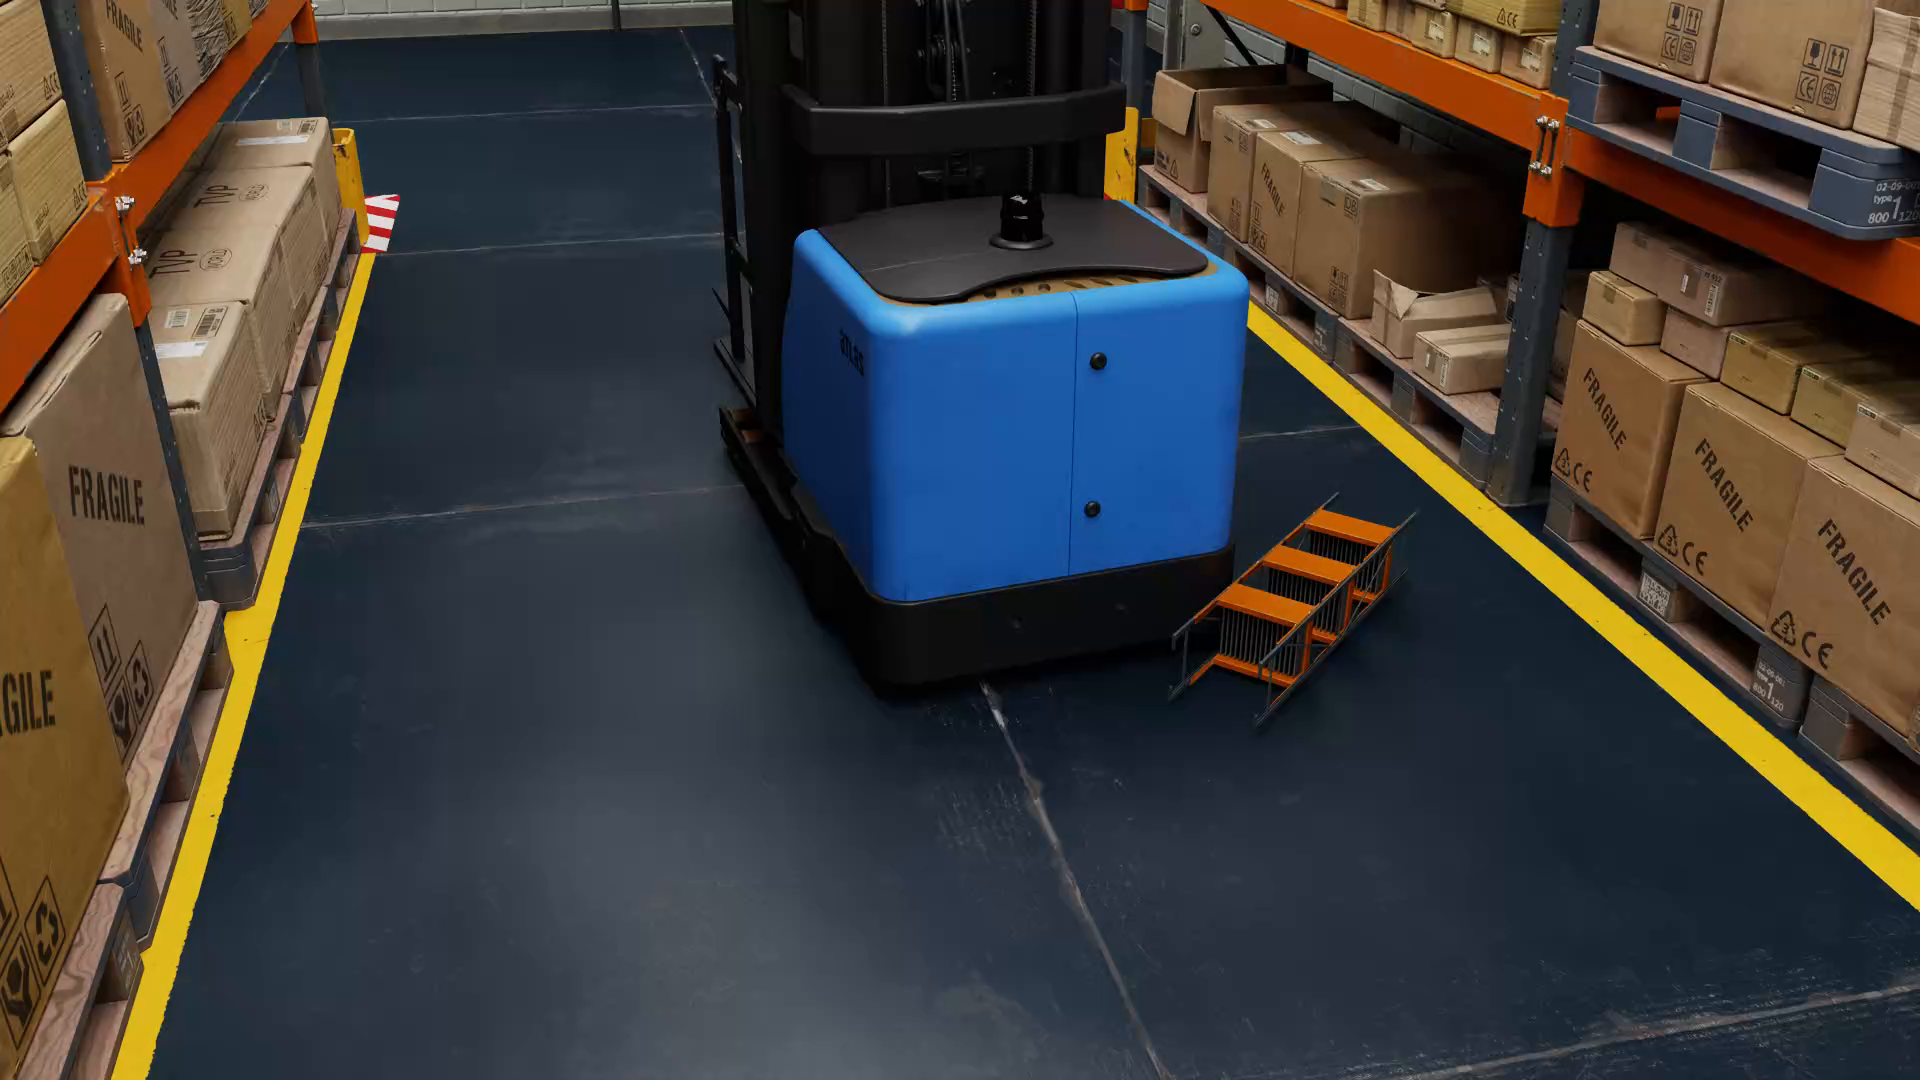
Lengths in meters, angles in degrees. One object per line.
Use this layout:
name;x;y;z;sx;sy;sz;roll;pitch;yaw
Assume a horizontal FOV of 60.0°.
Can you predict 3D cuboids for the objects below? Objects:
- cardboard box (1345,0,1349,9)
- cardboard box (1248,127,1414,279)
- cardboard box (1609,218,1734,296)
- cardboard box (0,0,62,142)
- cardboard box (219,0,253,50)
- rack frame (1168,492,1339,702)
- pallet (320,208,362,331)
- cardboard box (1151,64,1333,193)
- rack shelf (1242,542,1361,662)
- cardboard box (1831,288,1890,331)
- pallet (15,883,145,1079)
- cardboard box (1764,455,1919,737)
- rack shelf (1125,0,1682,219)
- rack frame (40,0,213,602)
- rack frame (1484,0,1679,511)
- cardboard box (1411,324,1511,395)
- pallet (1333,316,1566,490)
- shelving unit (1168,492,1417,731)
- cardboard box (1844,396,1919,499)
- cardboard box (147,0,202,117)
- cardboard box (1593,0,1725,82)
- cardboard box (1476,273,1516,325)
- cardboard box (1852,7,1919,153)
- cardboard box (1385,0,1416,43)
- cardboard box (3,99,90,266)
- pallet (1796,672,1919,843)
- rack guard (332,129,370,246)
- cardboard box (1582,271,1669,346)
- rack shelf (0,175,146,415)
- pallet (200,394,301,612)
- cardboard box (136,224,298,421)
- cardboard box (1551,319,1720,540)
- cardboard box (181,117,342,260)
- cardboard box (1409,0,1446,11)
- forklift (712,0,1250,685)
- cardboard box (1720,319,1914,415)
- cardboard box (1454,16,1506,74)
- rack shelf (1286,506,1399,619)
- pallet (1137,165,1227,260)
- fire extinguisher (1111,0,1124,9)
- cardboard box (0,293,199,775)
cardboard box;1.703;-2.091;6.342;0.380;0.149;0.250;-6;27;-11
cardboard box;1.570;-1.441;7.084;0.500;0.500;0.500;-5;27;-11
cardboard box;2.130;-0.829;4.821;0.380;0.149;0.250;-6;27;-12
cardboard box;-2.250;-0.995;3.504;0.500;0.250;0.500;-6;27;-12
cardboard box;-2.768;-1.951;5.676;0.500;0.500;0.500;-5;27;-10
rack frame;0.848;0.139;4.702;0.008;0.200;1.050;17;32;31
pallet;-3.231;-1.175;7.345;1.003;0.211;1.213;-6;27;-12
cardboard box;1.393;-2.064;8.315;0.797;0.503;0.637;-7;28;-14
rack shelf;0.942;0.174;4.632;0.240;0.215;0.259;17;32;31
cardboard box;2.678;-0.627;4.751;0.380;0.149;0.250;-6;27;-12
pallet;-2.060;1.105;2.826;1.003;0.211;1.213;-6;27;-12
cardboard box;2.377;0.103;4.025;0.500;0.500;0.500;-7;28;-13
rack shelf;1.799;-2.070;6.821;1.077;0.370;4.000;-6;27;-12
rack frame;-2.586;-1.007;3.917;1.000;3.000;0.127;-6;27;-12
rack frame;2.249;-1.513;4.919;1.000;3.000;0.127;-6;27;-12
cardboard box;1.838;-0.643;5.892;0.380;0.149;0.250;-7;28;-13
pallet;2.096;-0.570;6.145;1.003;0.211;1.213;-6;27;-12
shelving unit;0.948;0.171;4.640;0.252;0.215;1.050;17;32;31
cardboard box;2.373;-0.232;3.969;0.380;0.149;0.250;-6;27;-12
cardboard box;-2.546;-1.506;4.794;0.500;0.500;0.500;-6;27;-11
cardboard box;2.140;-1.510;4.336;0.700;0.500;0.500;-5;27;-10
cardboard box;2.233;-0.932;6.466;0.380;0.149;0.250;-6;27;-12
cardboard box;2.189;-0.992;3.569;0.396;0.266;0.258;-5;27;-9
cardboard box;1.737;-1.857;5.879;0.380;0.149;0.250;-5;27;-10
cardboard box;-2.239;-0.769;3.611;0.500;0.250;0.500;-7;28;-13
pallet;2.748;0.622;3.784;1.003;0.211;1.213;-6;27;-12
rack guard;-3.493;-1.658;7.980;1.175;0.500;0.348;-6;27;-12
cardboard box;2.071;-0.690;4.876;0.380;0.149;0.250;-5;27;-9
rack shelf;-2.135;0.192;2.340;1.077;0.370;4.000;-6;27;-12
pallet;-2.681;-0.104;5.223;1.003;0.211;1.213;-6;27;-12
cardboard box;-2.825;-0.731;5.746;0.875;0.438;0.875;-7;28;-13
cardboard box;2.139;-0.349;4.922;0.500;0.500;0.500;-5;27;-9
cardboard box;-3.241;-1.528;7.325;0.875;0.438;0.875;-7;28;-13
cardboard box;1.770;-1.996;5.712;0.500;0.250;0.500;-6;27;-11
forklift;-0.204;-1.575;5.118;1.130;2.935;3.031;-9;28;-17
cardboard box;2.278;-0.465;4.430;0.380;0.149;0.250;-7;28;-14
cardboard box;1.852;-1.627;5.424;0.380;0.149;0.250;-5;27;-10
rack shelf;1.104;0.069;4.840;0.240;0.215;0.259;17;32;31
pallet;1.546;-1.641;8.267;1.003;0.211;1.213;-6;27;-12
fire extinguisher;0.864;-3.086;8.534;0.296;0.674;0.183;-6;27;-12
cardboard box;-2.368;0.018;3.778;0.875;0.875;0.875;-5;27;-10
